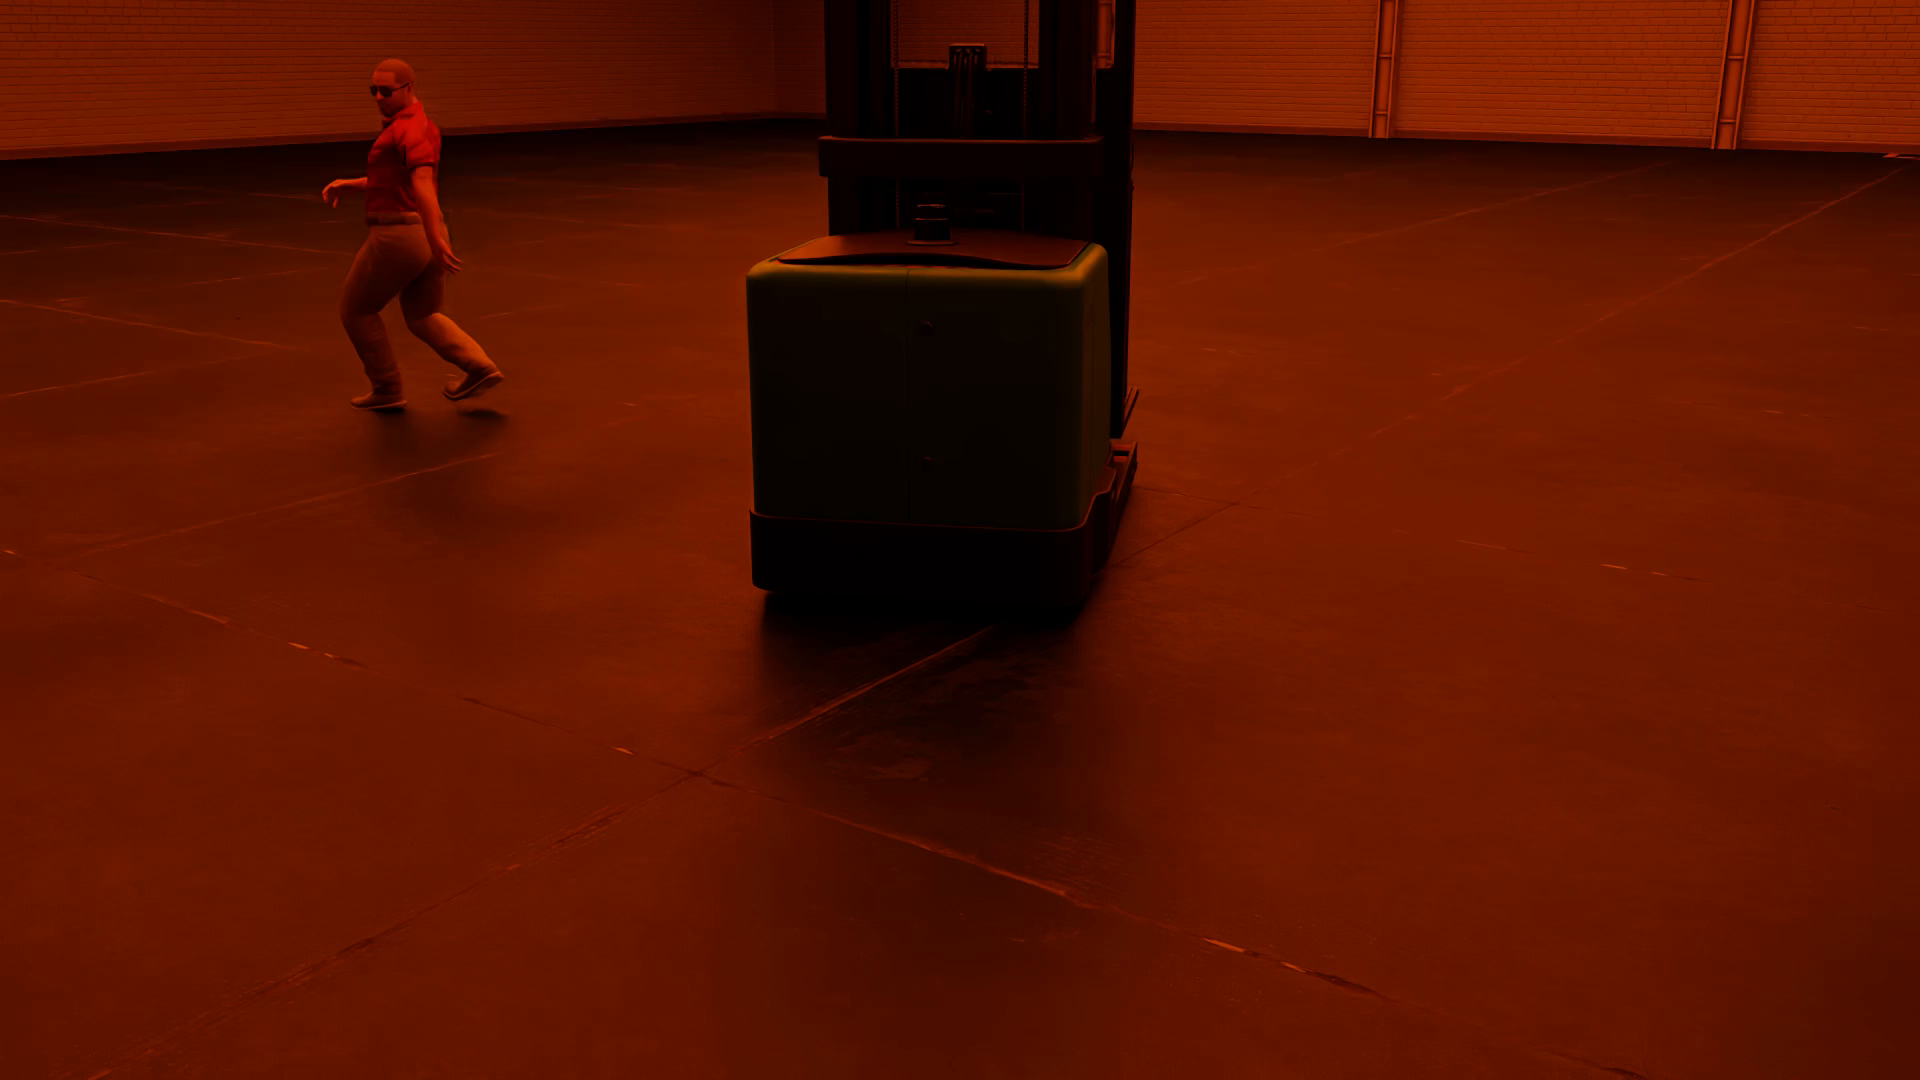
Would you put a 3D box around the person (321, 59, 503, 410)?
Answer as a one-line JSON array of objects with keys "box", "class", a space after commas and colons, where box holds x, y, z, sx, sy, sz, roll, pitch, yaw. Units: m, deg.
[{"box": [-2.585, -1.405, 7.818, 0.841, 1.649, 0.598, 5, 17, 16], "class": "person"}]

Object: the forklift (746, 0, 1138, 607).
[{"box": [0.110, -1.580, 6.118, 1.130, 2.935, 3.031, 3, 17, 10], "class": "forklift"}]
